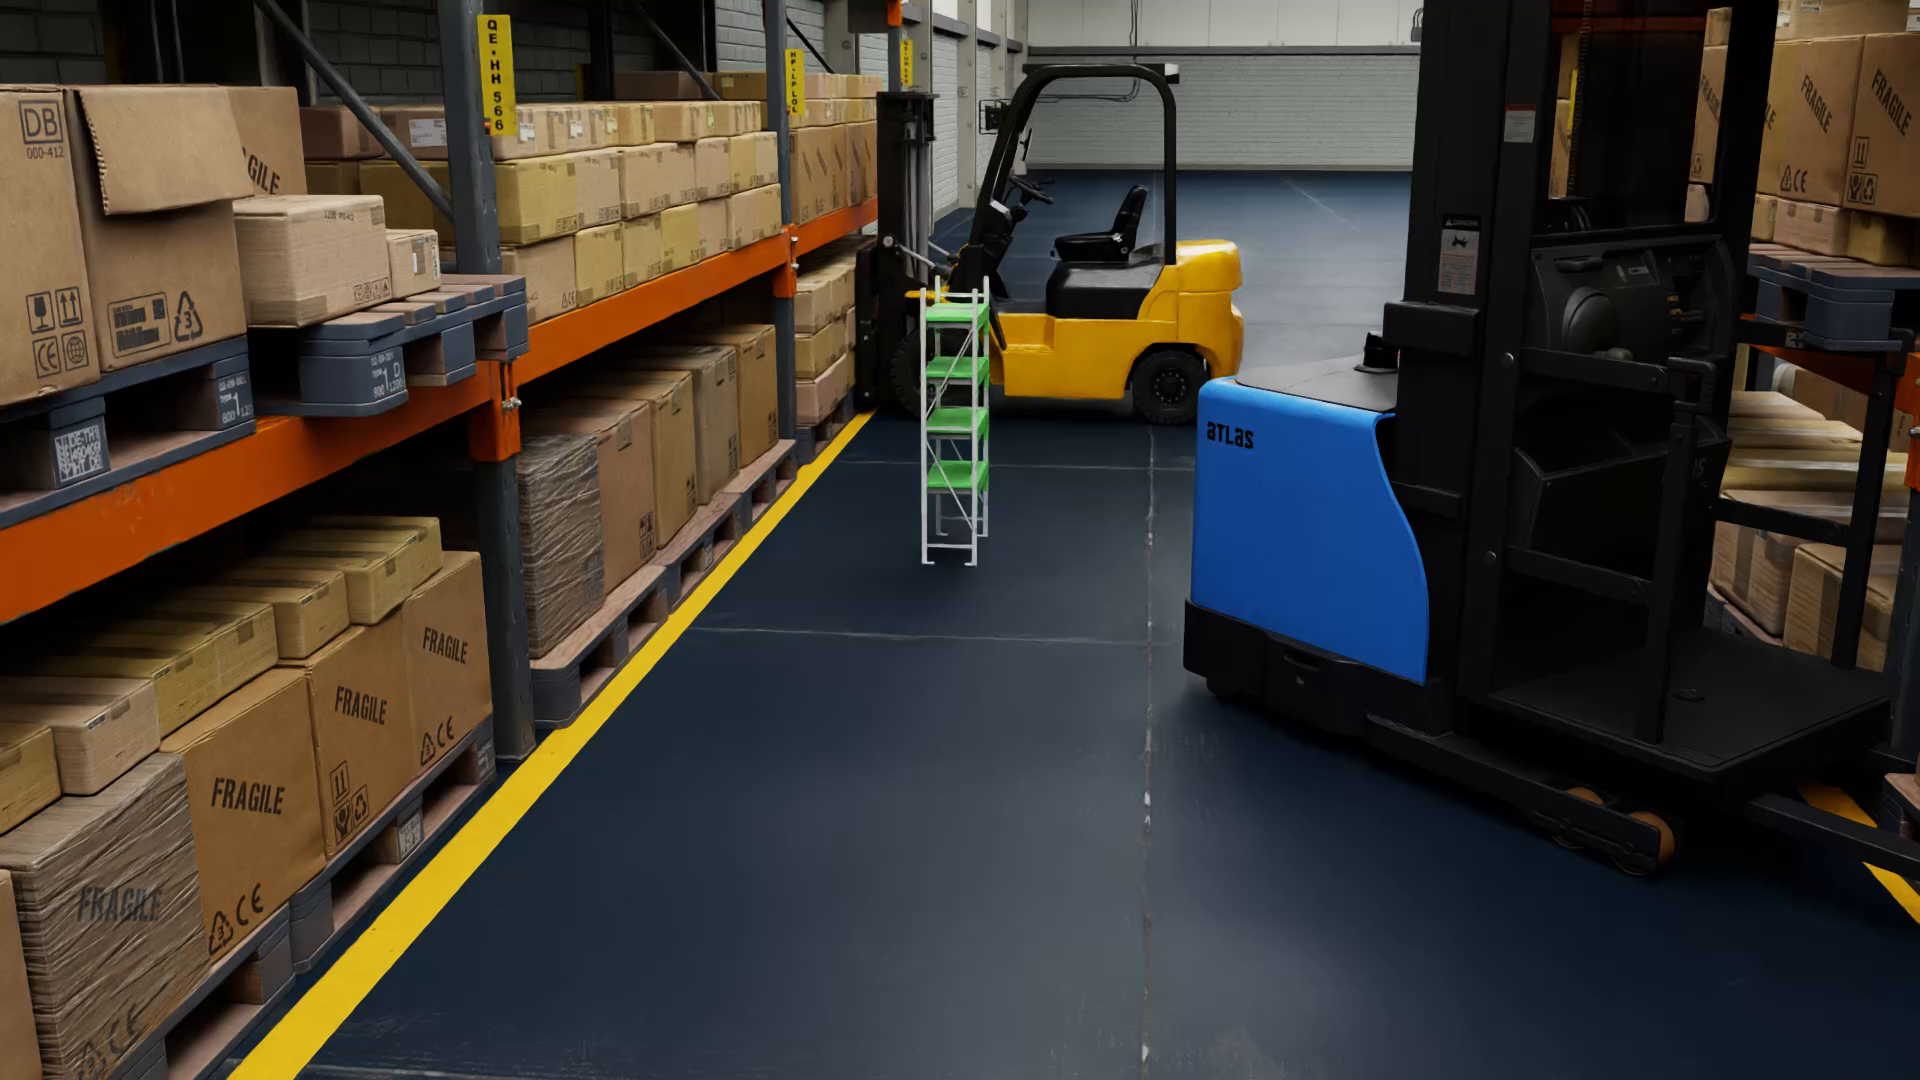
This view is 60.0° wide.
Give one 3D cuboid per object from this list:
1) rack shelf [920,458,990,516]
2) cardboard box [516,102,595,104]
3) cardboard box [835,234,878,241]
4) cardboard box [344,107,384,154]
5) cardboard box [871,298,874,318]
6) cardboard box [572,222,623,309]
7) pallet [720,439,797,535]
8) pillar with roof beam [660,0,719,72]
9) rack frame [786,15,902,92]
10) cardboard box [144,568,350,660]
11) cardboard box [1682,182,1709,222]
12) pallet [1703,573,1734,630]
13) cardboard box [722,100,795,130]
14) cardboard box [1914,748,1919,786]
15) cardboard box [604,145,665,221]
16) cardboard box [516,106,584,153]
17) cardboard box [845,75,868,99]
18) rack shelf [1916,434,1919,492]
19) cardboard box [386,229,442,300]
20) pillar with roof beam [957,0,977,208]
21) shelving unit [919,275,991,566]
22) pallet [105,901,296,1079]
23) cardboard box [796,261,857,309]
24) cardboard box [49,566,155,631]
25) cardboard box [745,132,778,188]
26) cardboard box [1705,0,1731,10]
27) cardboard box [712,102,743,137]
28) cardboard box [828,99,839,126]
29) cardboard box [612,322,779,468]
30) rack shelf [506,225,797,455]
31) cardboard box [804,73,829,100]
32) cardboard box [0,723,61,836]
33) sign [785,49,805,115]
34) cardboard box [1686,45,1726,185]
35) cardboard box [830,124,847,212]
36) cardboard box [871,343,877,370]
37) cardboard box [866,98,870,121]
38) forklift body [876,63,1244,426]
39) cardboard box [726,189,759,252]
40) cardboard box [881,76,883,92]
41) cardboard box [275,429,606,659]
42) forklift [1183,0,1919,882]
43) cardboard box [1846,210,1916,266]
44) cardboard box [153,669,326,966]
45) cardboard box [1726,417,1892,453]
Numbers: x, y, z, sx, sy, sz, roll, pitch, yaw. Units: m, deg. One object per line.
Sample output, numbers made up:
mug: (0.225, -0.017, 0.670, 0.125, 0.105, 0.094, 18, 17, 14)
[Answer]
rack shelf: (-0.019, -0.243, 7.426, 0.258, 0.148, 0.480, 2, 15, 6)
cardboard box: (-1.811, -1.841, 7.290, 0.380, 0.149, 0.250, 2, 15, 6)
cardboard box: (-0.676, -2.095, 12.210, 0.500, 0.250, 0.500, 2, 15, 8)
cardboard box: (-2.082, -1.313, 5.338, 0.380, 0.149, 0.250, 2, 15, 8)
cardboard box: (-0.843, -1.453, 10.793, 0.500, 0.250, 0.500, 2, 15, 6)
cardboard box: (-1.482, -0.956, 5.739, 0.500, 0.250, 0.500, 1, 15, 5)
pallet: (-1.429, -0.290, 8.329, 1.003, 0.211, 1.213, 2, 15, 6)
pillar with roof beam: (2.370, -5.481, 10.691, 9.100, 9.000, 0.400, 2, 15, 6)
rack frame: (-0.934, -2.865, 12.512, 1.000, 3.000, 0.127, 2, 15, 6)
cardboard box: (-1.714, 0.175, 4.011, 0.380, 0.149, 0.250, 1, 15, 4)
cardboard box: (2.996, -1.293, 6.374, 0.380, 0.149, 0.250, 2, 15, 8)
pallet: (3.326, 0.183, 6.582, 1.003, 0.211, 1.213, 2, 15, 6)
cardboard box: (-1.088, -2.264, 8.855, 0.380, 0.149, 0.250, 1, 15, 5)
cardboard box: (2.936, 0.354, 3.871, 0.875, 0.875, 0.875, 2, 15, 6)
cardboard box: (-1.409, -1.332, 6.172, 0.500, 0.250, 0.500, 1, 15, 5)
cardboard box: (-1.475, -1.363, 5.520, 0.380, 0.149, 0.250, 2, 15, 8)
cardboard box: (-0.809, -2.937, 10.774, 0.380, 0.149, 0.250, 2, 15, 7)
rack shelf: (2.870, 0.221, 2.477, 1.077, 0.370, 4.000, 2, 15, 6)
cardboard box: (-1.529, -0.690, 4.145, 0.380, 0.149, 0.250, 2, 15, 7)
pillar with roof beam: (4.401, -10.149, 27.956, 9.100, 9.000, 0.400, 2, 15, 6)
shelving unit: (-0.019, -0.536, 7.347, 0.258, 1.200, 0.503, 2, 15, 6)
pallet: (-2.098, 1.064, 3.324, 1.003, 0.211, 1.213, 2, 15, 6)
cardboard box: (-0.906, -1.564, 10.247, 0.500, 0.250, 0.500, 2, 15, 8)
cardboard box: (-2.210, 0.161, 4.060, 0.380, 0.149, 0.250, 2, 15, 7)
cardboard box: (-1.186, -1.862, 8.131, 0.500, 0.250, 0.500, 1, 15, 5)
cardboard box: (3.812, -2.465, 8.354, 0.700, 0.500, 0.500, 2, 15, 6)
cardboard box: (-1.192, -1.893, 7.481, 0.380, 0.149, 0.250, 1, 15, 5)
cardboard box: (-0.926, -2.530, 9.836, 0.380, 0.149, 0.250, 2, 15, 6)
cardboard box: (-1.433, -0.749, 8.429, 0.875, 0.625, 0.625, 2, 15, 9)
rack shelf: (-1.611, -0.962, 6.851, 1.077, 0.370, 4.000, 2, 15, 6)
cardboard box: (-0.964, -2.607, 9.554, 0.380, 0.149, 0.250, 2, 15, 8)
cardboard box: (-1.896, 0.441, 3.025, 0.380, 0.149, 0.250, 2, 15, 6)
sign: (-0.845, -2.335, 8.485, 0.100, 0.325, 0.005, 2, 15, 6)
cardboard box: (3.037, -1.573, 6.166, 0.500, 0.500, 0.500, 1, 15, 4)
cardboard box: (-0.977, -2.251, 10.047, 0.500, 0.500, 0.500, 2, 15, 6)
cardboard box: (-0.840, -1.216, 10.876, 0.500, 0.250, 0.500, 2, 15, 8)
cardboard box: (-0.806, -2.861, 11.063, 0.380, 0.149, 0.250, 1, 15, 4)
forklift body: (0.665, -1.910, 10.605, 2.313, 2.155, 1.214, 2, 15, 6)
cardboard box: (-1.233, -1.487, 7.700, 0.500, 0.250, 0.500, 2, 15, 6)
cardboard box: (-0.765, -3.271, 12.009, 0.380, 0.149, 0.250, 2, 15, 6)
cardboard box: (-1.752, -0.008, 5.691, 0.875, 0.625, 0.625, 2, 15, 8)
forklift: (2.042, -0.673, 4.537, 1.130, 2.935, 3.031, -11, 18, -34)
cardboard box: (2.858, -0.890, 4.885, 0.380, 0.149, 0.250, 2, 15, 7)
cardboard box: (-1.794, 0.595, 3.700, 0.500, 0.500, 0.500, 2, 15, 9)
cardboard box: (3.413, -0.294, 7.233, 0.950, 0.372, 0.625, 3, 15, 10)
